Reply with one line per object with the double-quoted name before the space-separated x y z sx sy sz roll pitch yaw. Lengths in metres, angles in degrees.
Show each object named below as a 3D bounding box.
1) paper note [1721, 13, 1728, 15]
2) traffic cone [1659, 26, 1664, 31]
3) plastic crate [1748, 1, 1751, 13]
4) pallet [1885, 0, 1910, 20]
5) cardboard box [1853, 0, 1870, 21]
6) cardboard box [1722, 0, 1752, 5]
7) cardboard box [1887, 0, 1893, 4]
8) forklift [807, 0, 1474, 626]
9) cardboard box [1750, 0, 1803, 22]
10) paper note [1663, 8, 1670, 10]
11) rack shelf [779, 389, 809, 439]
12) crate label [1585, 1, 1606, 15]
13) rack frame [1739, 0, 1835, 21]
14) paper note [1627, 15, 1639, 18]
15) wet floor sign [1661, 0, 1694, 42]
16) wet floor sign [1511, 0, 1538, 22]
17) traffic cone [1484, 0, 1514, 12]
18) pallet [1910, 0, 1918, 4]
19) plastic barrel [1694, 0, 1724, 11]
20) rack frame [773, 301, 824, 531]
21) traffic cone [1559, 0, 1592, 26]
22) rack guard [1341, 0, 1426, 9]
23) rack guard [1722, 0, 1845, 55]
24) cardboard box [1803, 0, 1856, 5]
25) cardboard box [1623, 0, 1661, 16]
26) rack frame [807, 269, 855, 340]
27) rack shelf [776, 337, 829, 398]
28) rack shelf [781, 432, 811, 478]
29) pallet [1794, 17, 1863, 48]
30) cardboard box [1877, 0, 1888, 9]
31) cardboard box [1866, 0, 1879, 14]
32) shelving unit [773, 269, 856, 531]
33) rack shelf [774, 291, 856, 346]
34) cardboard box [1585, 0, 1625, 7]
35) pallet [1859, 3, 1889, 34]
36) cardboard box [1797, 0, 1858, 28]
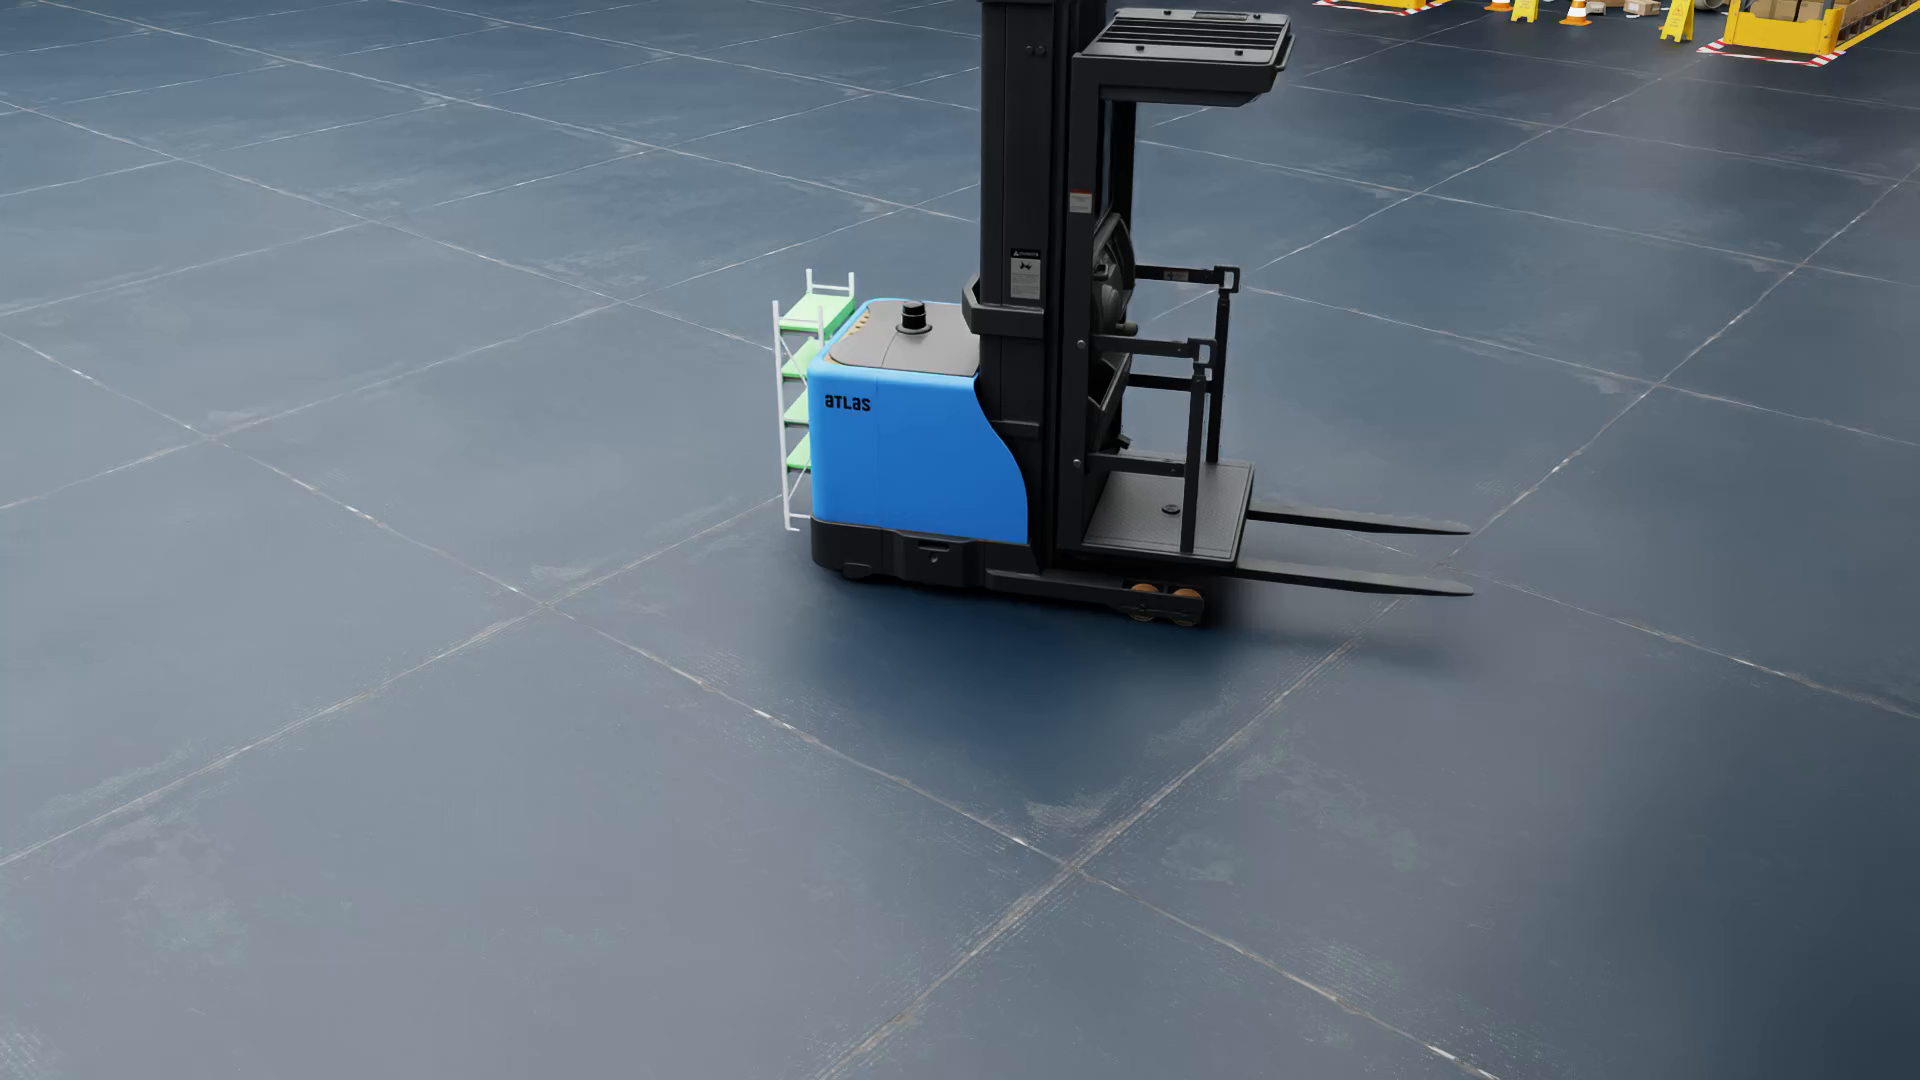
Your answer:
"paper note" 9.789 -6.721 21.208 0.142 0.019 0.148 9 29 17
"traffic cone" 8.727 -6.433 20.182 0.336 0.463 0.334 21 34 34
"plastic crate" 10.362 -6.835 21.375 0.402 0.080 0.583 9 29 17
"pallet" 11.593 -6.962 21.477 1.003 0.211 1.213 21 34 34
"cardboard box" 10.506 -6.380 19.853 0.500 0.250 0.500 22 35 36
"cardboard box" 10.262 -7.357 21.925 0.500 0.500 0.500 -5 28 -9
"cardboard box" 11.494 -6.934 20.925 0.500 0.250 0.500 20 33 33
"forklift" 0.869 -1.183 7.347 3.031 2.935 1.130 7 28 12
"cardboard box" 9.771 -6.369 19.833 0.500 0.250 0.500 21 34 34
"paper note" 9.170 -6.881 21.530 0.142 0.019 0.148 -15 31 -27
"rack shelf" -0.699 -0.626 8.294 0.258 0.148 0.480 7 28 12
"crate label" 8.106 -6.789 21.225 0.250 0.136 0.298 4 28 8
"rack frame" 9.449 -7.030 18.576 1.000 3.000 0.127 21 34 34
"paper note" 8.514 -6.629 21.030 0.148 0.019 0.142 9 29 17
"wet floor sign" 8.502 -6.230 19.591 0.232 0.644 0.267 -15 31 -27
"wet floor sign" 7.075 -6.807 20.705 0.267 0.644 0.232 15 31 26
"traffic cone" 6.999 -7.088 21.447 0.336 0.463 0.334 21 34 34
"pallet" 12.487 -7.487 22.492 1.003 0.211 1.213 21 34 34
"plastic barrel" 9.595 -7.061 21.438 0.421 0.421 0.512 -5 28 -9
"rack frame" -0.759 -0.574 8.054 0.240 1.200 0.015 7 28 12
"traffic cone" 7.654 -6.637 20.576 0.336 0.463 0.334 21 34 34
"rack guard" 5.550 -7.323 21.861 1.175 0.500 0.348 21 34 34
"rack guard" 9.497 -5.947 19.202 1.175 0.500 0.348 21 34 34
"cardboard box" 10.190 -6.543 19.352 0.500 0.500 0.500 19 33 33
"cardboard box" 8.724 -6.819 21.270 0.250 0.149 0.380 -10 29 -18
"rack frame" -0.640 -0.792 8.475 0.240 1.200 0.015 7 28 12
"rack shelf" -0.699 -0.840 8.184 0.258 0.148 0.480 7 28 12
"rack shelf" -0.699 -0.413 8.404 0.258 0.148 0.480 7 28 12
"pallet" 10.041 -6.097 19.805 1.003 0.211 1.213 21 34 34
"cardboard box" 11.167 -6.755 20.579 0.500 0.250 0.500 21 34 35
"cardboard box" 10.843 -6.577 20.234 0.500 0.250 0.500 24 35 38
"shelving unit" -0.699 -0.683 8.265 0.258 1.200 0.503 7 28 12
"rack shelf" -0.700 -1.053 8.073 0.258 0.148 0.480 7 28 12
"cardboard box" 8.613 -7.284 21.783 0.797 0.503 0.637 0 27 0
"pallet" 10.818 -6.527 20.638 1.003 0.211 1.213 21 34 34
"cardboard box" 10.175 -6.201 19.508 0.500 0.250 0.500 20 34 34
